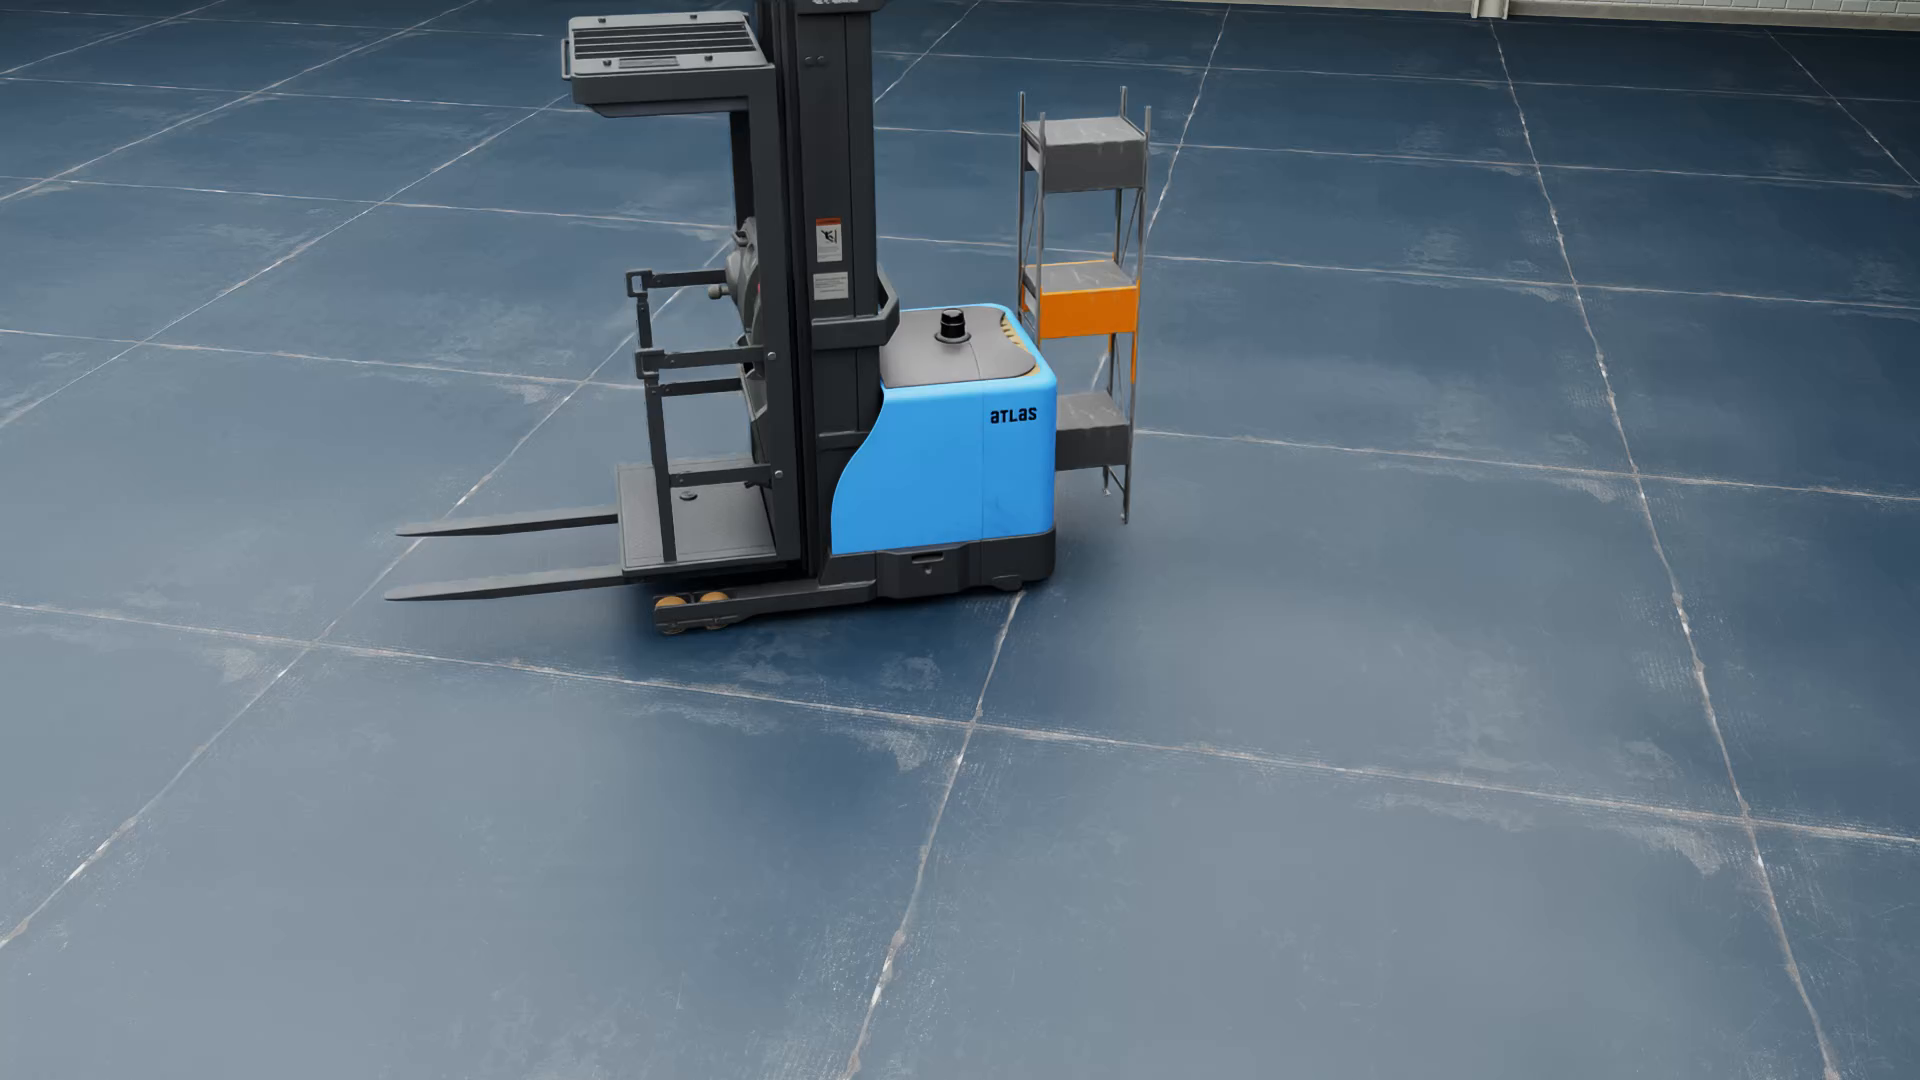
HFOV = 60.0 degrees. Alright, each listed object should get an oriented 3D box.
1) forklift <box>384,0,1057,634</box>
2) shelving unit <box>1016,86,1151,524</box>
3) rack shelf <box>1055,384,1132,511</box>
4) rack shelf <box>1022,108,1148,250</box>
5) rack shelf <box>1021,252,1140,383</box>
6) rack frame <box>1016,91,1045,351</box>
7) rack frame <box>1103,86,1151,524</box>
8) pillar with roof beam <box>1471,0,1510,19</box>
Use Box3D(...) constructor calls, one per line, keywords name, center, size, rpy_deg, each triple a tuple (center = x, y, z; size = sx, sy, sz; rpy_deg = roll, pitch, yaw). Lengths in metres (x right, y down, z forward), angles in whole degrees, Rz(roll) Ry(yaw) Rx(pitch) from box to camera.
Box3D(name="forklift", center=(-1.125, -1.140, 7.281), size=(3.031, 2.935, 1.130), rpy_deg=(-6, 29, -11))
Box3D(name="shelving unit", center=(0.563, -1.071, 8.021), size=(0.503, 2.100, 0.431), rpy_deg=(-6, 29, -11))
Box3D(name="rack shelf", center=(0.563, -0.445, 8.363), size=(0.480, 0.518, 0.431), rpy_deg=(-6, 29, -11))
Box3D(name="rack shelf", center=(0.563, -1.673, 7.691), size=(0.480, 0.518, 0.431), rpy_deg=(-6, 29, -11))
Box3D(name="rack shelf", center=(0.563, -1.059, 8.027), size=(0.480, 0.518, 0.431), rpy_deg=(-6, 29, -11))
Box3D(name="rack frame", center=(0.325, -1.047, 7.975), size=(0.015, 2.100, 0.400), rpy_deg=(-6, 29, -11))
Box3D(name="rack frame", center=(0.802, -1.096, 8.066), size=(0.015, 2.100, 0.400), rpy_deg=(-6, 29, -11))
Box3D(name="pillar with roof beam", center=(5.285, -8.057, 13.596), size=(0.400, 9.000, 9.100), rpy_deg=(6, 29, 11))
